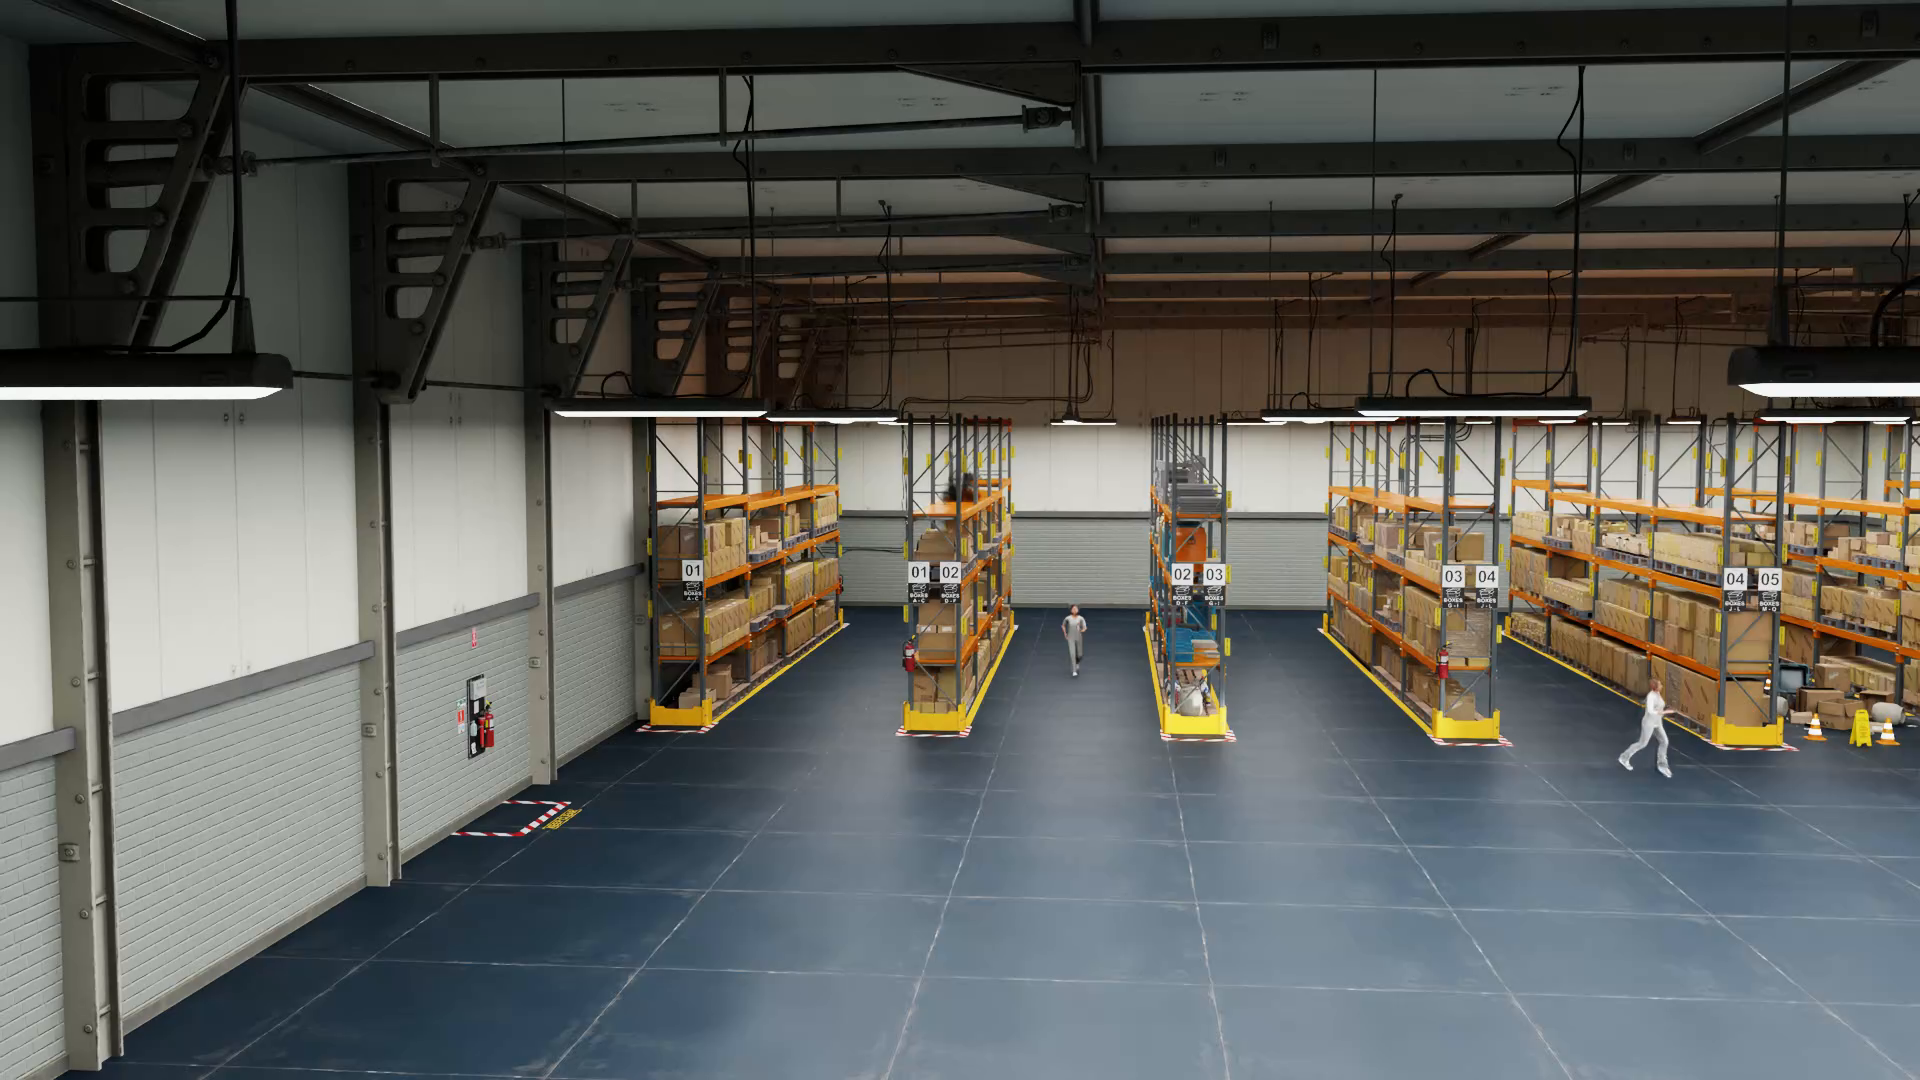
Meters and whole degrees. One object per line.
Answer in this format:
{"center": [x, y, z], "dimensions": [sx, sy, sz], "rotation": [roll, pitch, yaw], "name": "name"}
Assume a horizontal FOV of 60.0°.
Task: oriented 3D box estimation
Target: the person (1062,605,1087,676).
{"center": [2.648, 2.309, 38.555], "dimensions": [0.575, 1.635, 0.791], "rotation": [0, 4, -1], "name": "person"}

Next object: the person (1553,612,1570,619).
{"center": [16.870, 1.799, 46.842], "dimensions": [0.614, 1.524, 0.721], "rotation": [-2, 4, -23], "name": "person"}

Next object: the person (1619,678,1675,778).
{"center": [11.365, 3.076, 27.452], "dimensions": [0.851, 1.628, 0.548], "rotation": [4, 5, 43], "name": "person"}
